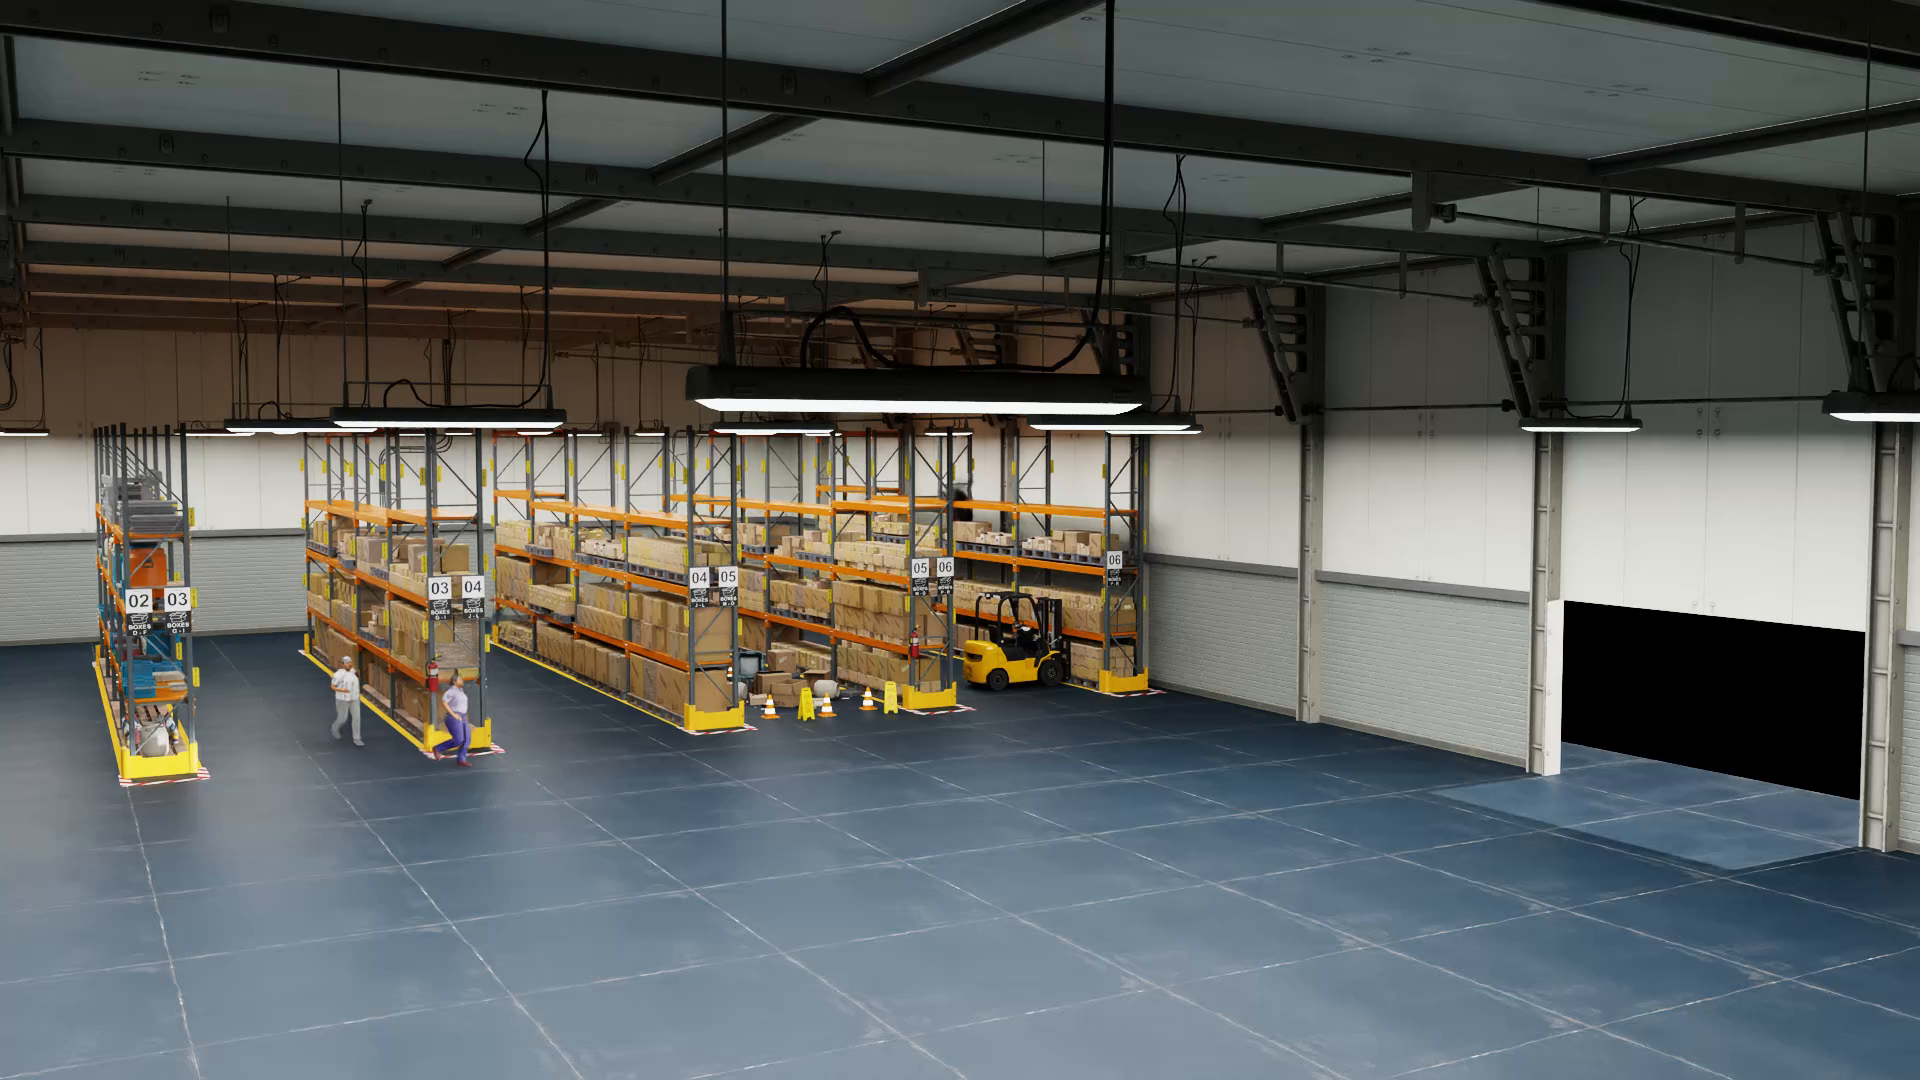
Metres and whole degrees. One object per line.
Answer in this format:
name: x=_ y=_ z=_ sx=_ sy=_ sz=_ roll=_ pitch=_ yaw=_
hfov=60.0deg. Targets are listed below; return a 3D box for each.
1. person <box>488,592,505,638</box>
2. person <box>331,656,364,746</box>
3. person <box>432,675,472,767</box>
person: x=-13.283 y=1.962 z=47.890 sx=0.878 sy=1.751 sz=0.744 roll=-2 pitch=4 yaw=-26
person: x=-11.488 y=3.001 z=31.151 sx=0.931 sy=1.668 sz=0.611 roll=3 pitch=5 yaw=43
person: x=-8.875 y=3.164 z=29.262 sx=0.683 sy=1.590 sz=0.671 roll=0 pitch=3 yaw=6
